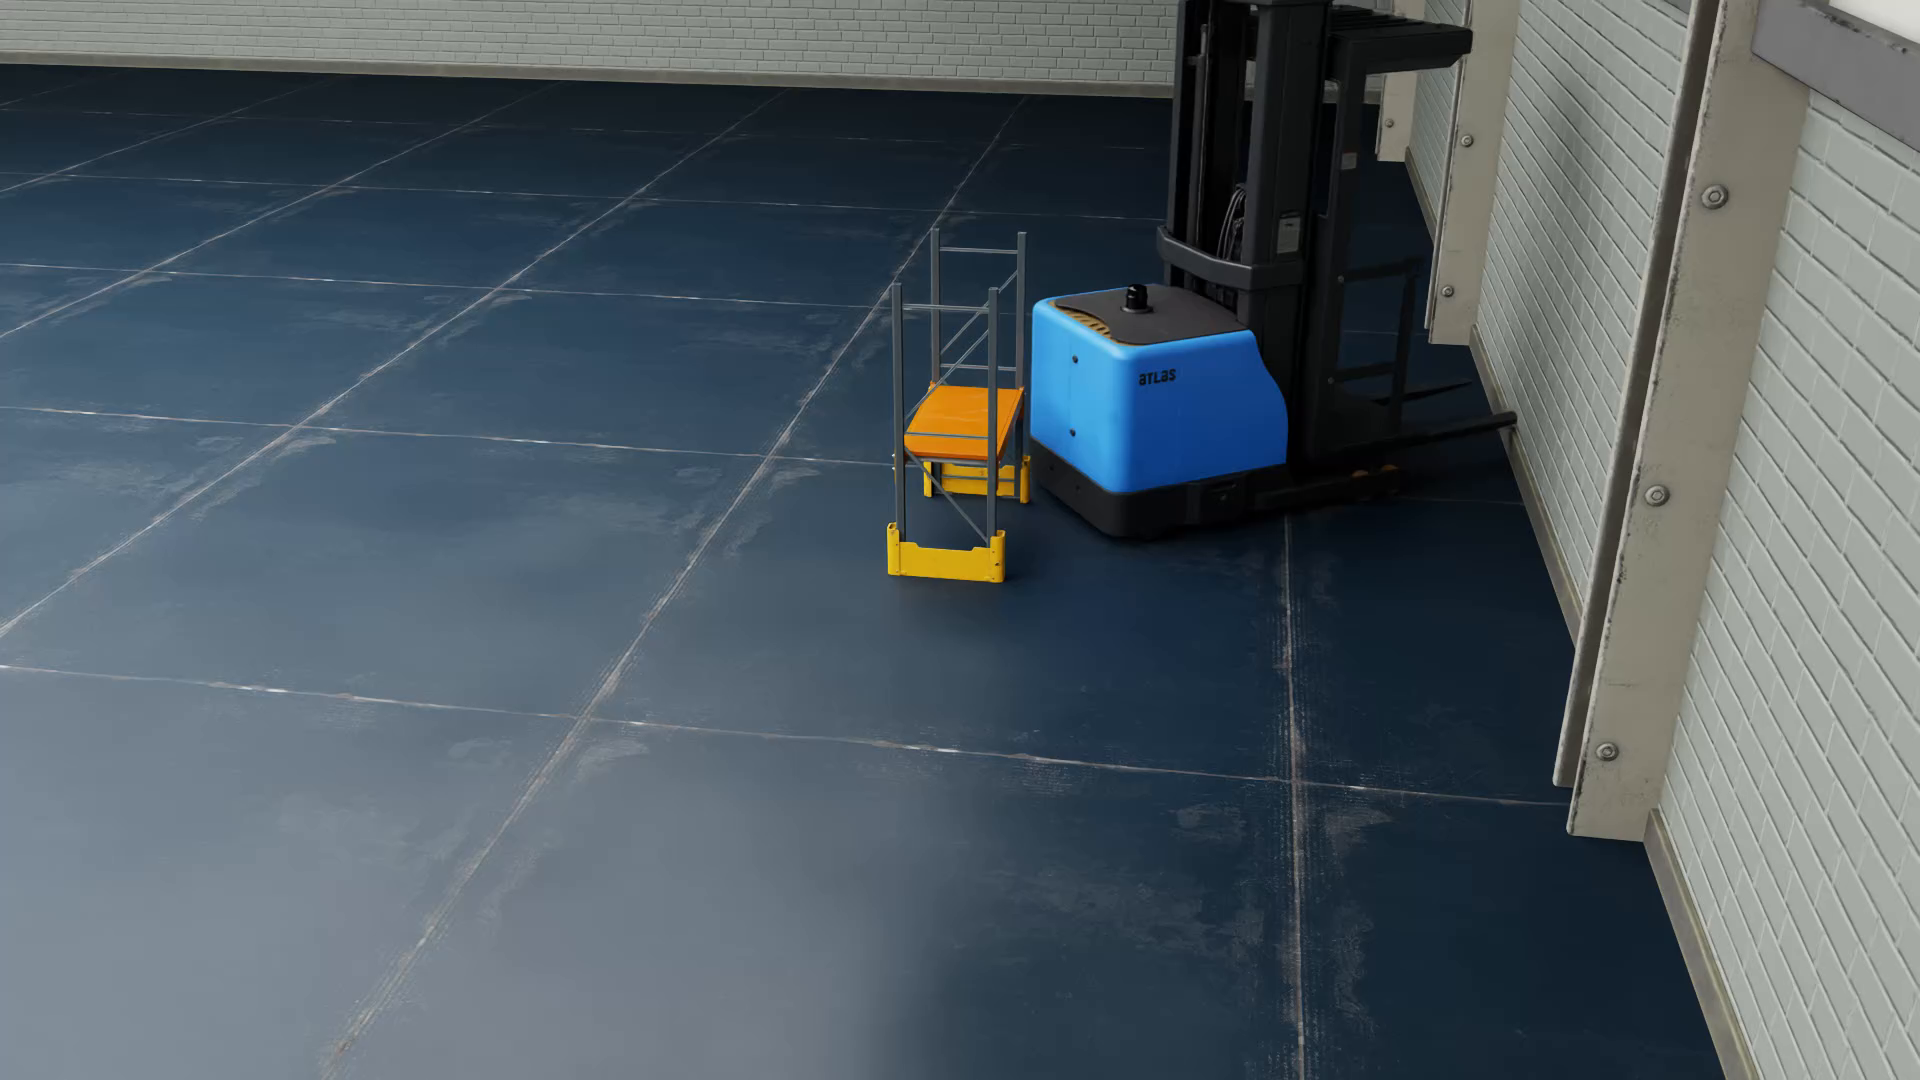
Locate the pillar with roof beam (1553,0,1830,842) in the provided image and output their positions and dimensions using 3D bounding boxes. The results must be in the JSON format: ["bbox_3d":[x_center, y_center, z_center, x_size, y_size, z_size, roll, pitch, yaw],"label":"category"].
[{"bbox_3d":[-1.740,-3.321,5.230,9.100,9.000,0.400,4,25,9],"label":"pillar with roof beam"}]

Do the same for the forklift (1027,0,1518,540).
[{"bbox_3d":[1.938,-1.736,9.001,3.031,2.935,1.130,-11,27,-22],"label":"forklift"}]

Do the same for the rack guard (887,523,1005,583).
[{"bbox_3d":[-0.069,0.063,8.320,0.587,0.250,0.087,4,25,9],"label":"rack guard"}]

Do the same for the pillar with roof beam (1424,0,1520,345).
[{"bbox_3d":[-0.759,-5.830,10.591,9.100,9.000,0.400,4,25,9],"label":"pillar with roof beam"}]

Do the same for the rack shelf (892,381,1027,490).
[{"bbox_3d":[0.014,-0.552,8.585,0.538,0.185,1.000,4,25,9],"label":"rack shelf"}]

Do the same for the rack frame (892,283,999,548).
[{"bbox_3d":[-0.069,-0.502,8.054,0.500,1.500,0.032,4,25,9],"label":"rack frame"}]

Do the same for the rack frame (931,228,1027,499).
[{"bbox_3d":[0.097,-0.928,8.962,0.500,1.500,0.032,4,25,9],"label":"rack frame"}]

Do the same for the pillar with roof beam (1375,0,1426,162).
[{"bbox_3d":[0.221,-8.340,15.952,9.100,9.000,0.400,4,25,9],"label":"pillar with roof beam"}]

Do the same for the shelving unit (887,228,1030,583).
[{"bbox_3d":[0.012,-0.711,8.500,0.587,1.500,1.083,4,25,9],"label":"shelving unit"}]

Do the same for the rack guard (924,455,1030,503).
[{"bbox_3d":[0.094,-0.353,9.210,0.587,0.250,0.087,4,25,9],"label":"rack guard"}]
